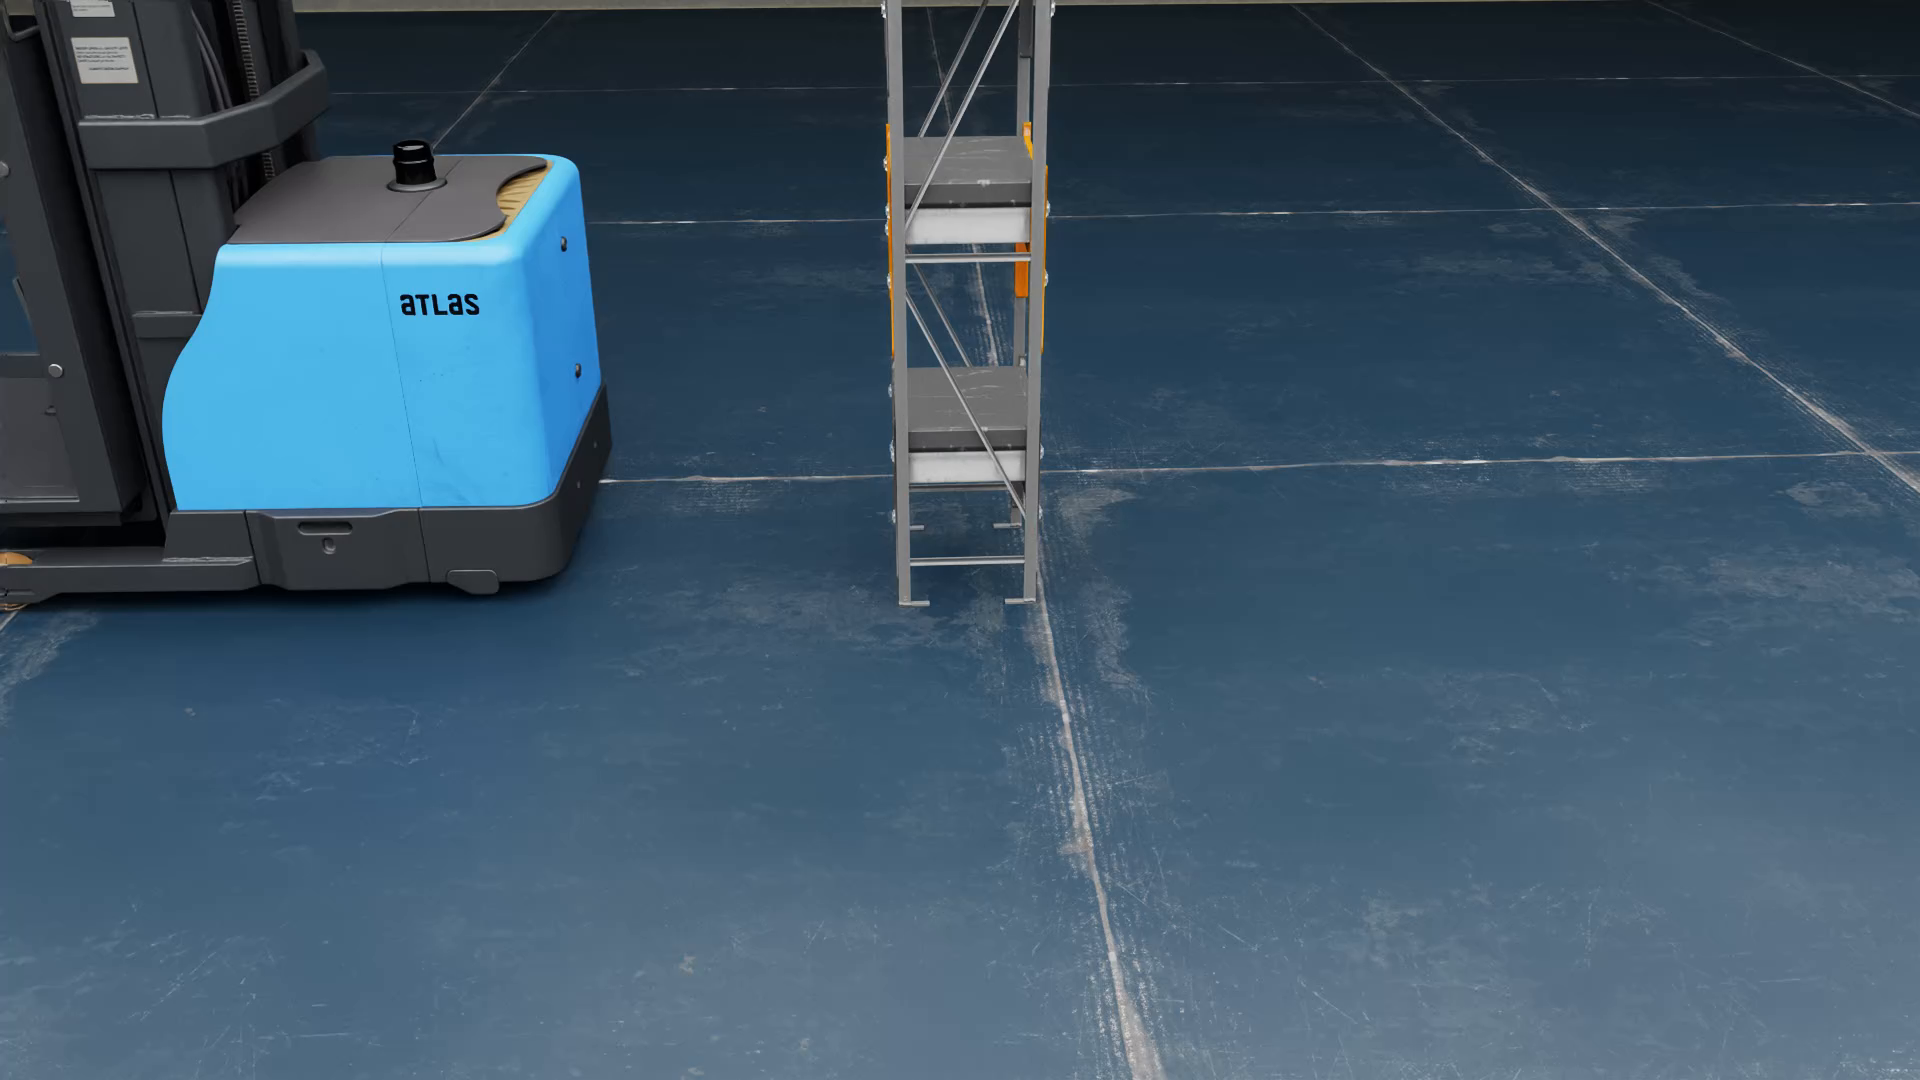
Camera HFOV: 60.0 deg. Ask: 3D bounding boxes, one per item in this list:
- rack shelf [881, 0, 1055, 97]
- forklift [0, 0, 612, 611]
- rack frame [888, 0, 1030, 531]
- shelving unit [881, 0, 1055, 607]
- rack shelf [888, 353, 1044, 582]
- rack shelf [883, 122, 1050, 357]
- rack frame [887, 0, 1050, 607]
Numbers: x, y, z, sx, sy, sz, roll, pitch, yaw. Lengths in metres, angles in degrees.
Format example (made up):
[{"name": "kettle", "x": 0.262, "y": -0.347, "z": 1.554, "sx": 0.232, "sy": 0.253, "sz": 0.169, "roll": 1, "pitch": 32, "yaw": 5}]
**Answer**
[{"name": "rack shelf", "x": 0.009, "y": -1.463, "z": 4.300, "sx": 0.431, "sy": 0.518, "sz": 0.480, "roll": -1, "pitch": 28, "yaw": -3}, {"name": "forklift", "x": -2.696, "y": -1.339, "z": 4.649, "sx": 3.031, "sy": 2.935, "sz": 1.130, "roll": -1, "pitch": 28, "yaw": -1}, {"name": "rack frame", "x": -0.004, "y": -0.967, "z": 4.834, "sx": 0.400, "sy": 2.100, "sz": 0.015, "roll": -1, "pitch": 28, "yaw": -3}, {"name": "shelving unit", "x": 0.009, "y": -0.855, "z": 4.618, "sx": 0.431, "sy": 2.100, "sz": 0.503, "roll": -1, "pitch": 28, "yaw": -3}, {"name": "rack shelf", "x": 0.009, "y": -0.222, "z": 4.948, "sx": 0.431, "sy": 0.518, "sz": 0.480, "roll": -1, "pitch": 28, "yaw": -3}, {"name": "rack shelf", "x": 0.009, "y": -0.842, "z": 4.624, "sx": 0.431, "sy": 0.518, "sz": 0.480, "roll": -1, "pitch": 28, "yaw": -3}, {"name": "rack frame", "x": 0.021, "y": -0.742, "z": 4.402, "sx": 0.400, "sy": 2.100, "sz": 0.015, "roll": -1, "pitch": 28, "yaw": -3}]
